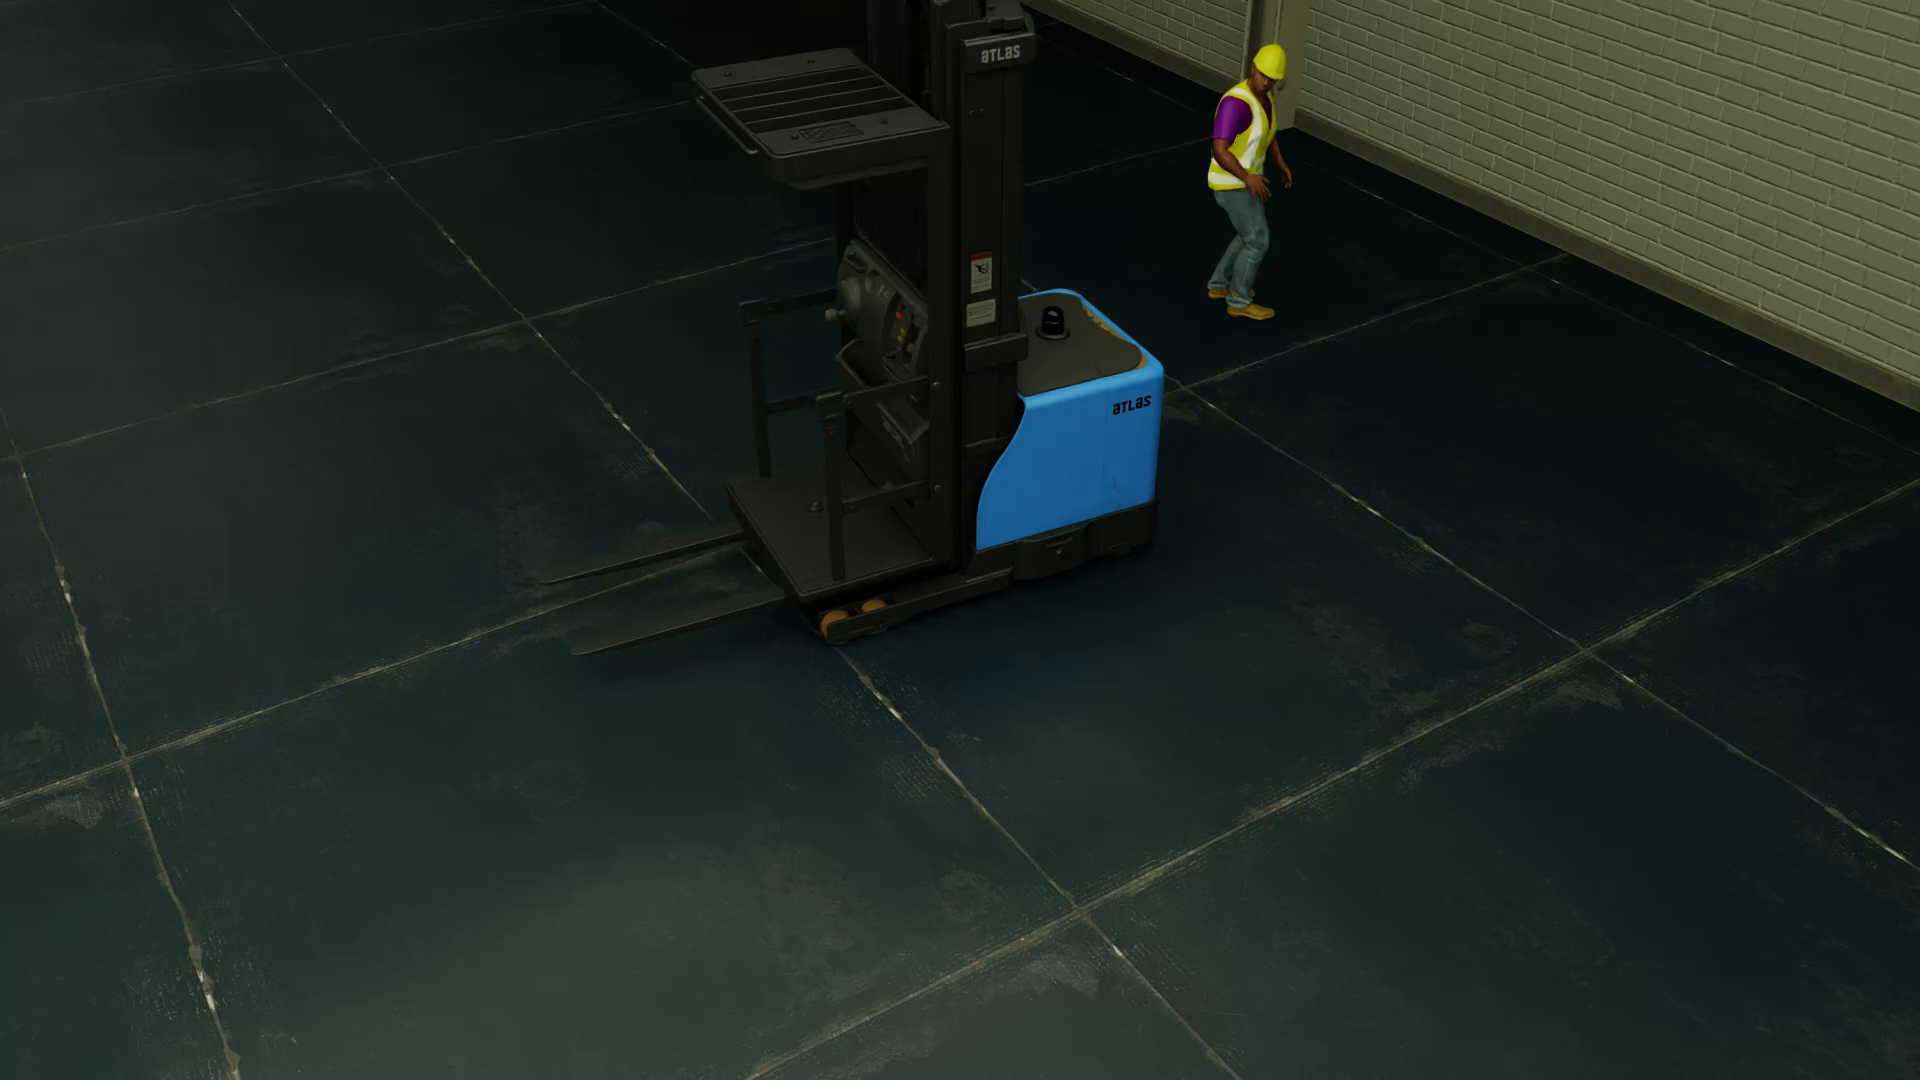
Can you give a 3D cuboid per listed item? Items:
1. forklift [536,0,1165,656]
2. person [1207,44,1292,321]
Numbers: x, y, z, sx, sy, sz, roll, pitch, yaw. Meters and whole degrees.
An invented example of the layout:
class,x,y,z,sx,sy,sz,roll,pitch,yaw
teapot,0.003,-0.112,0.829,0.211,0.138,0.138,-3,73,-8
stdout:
class,x,y,z,sx,sy,sz,roll,pitch,yaw
forklift,-0.548,-1.044,7.633,3.031,2.935,1.130,-16,38,-21
person,1.836,-2.249,10.415,0.516,1.718,0.791,12,37,17
